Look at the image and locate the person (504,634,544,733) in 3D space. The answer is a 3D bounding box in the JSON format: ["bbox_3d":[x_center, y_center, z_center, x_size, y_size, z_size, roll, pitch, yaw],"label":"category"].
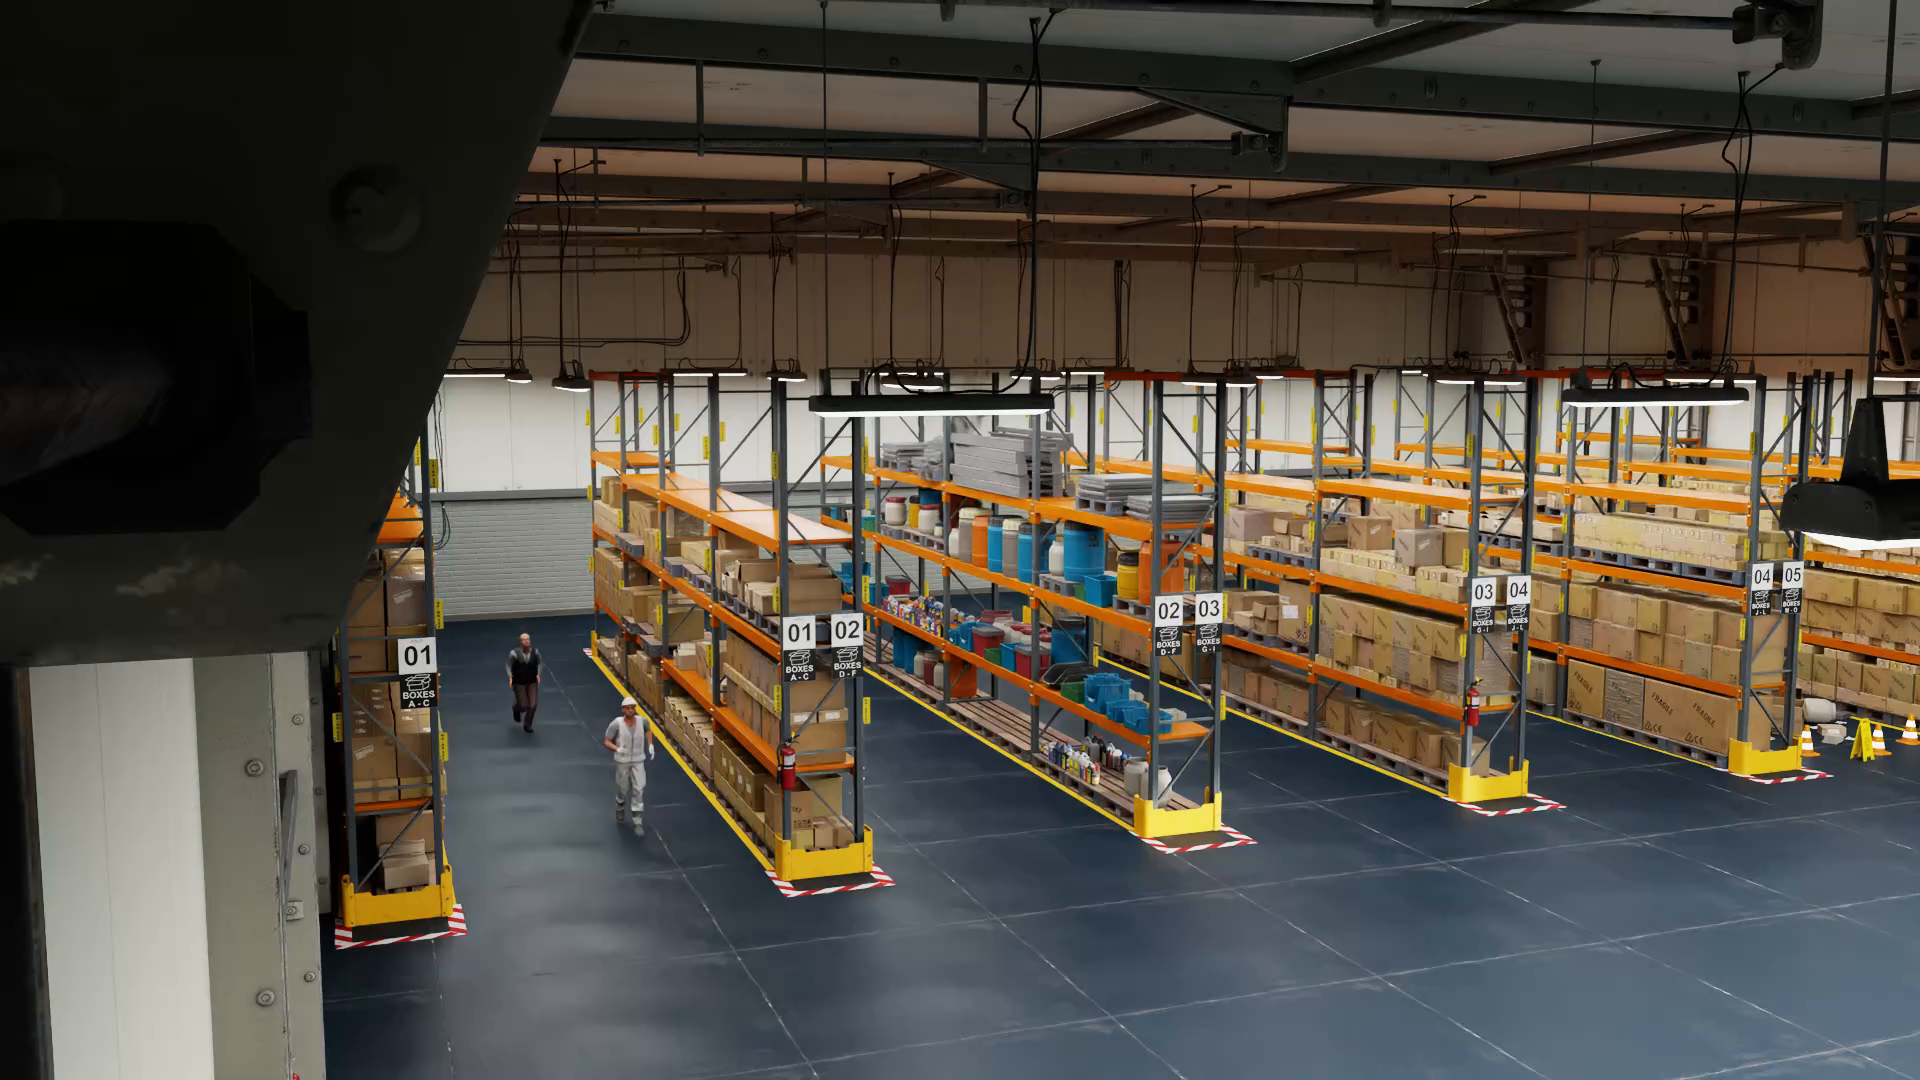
[{"bbox_3d":[-7.315,2.395,27.955,0.648,1.669,0.616,-3,7,-28],"label":"person"}]

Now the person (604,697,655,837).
[{"bbox_3d":[-4.394,2.965,22.141,0.681,1.804,0.886,-3,7,-22],"label":"person"}]
